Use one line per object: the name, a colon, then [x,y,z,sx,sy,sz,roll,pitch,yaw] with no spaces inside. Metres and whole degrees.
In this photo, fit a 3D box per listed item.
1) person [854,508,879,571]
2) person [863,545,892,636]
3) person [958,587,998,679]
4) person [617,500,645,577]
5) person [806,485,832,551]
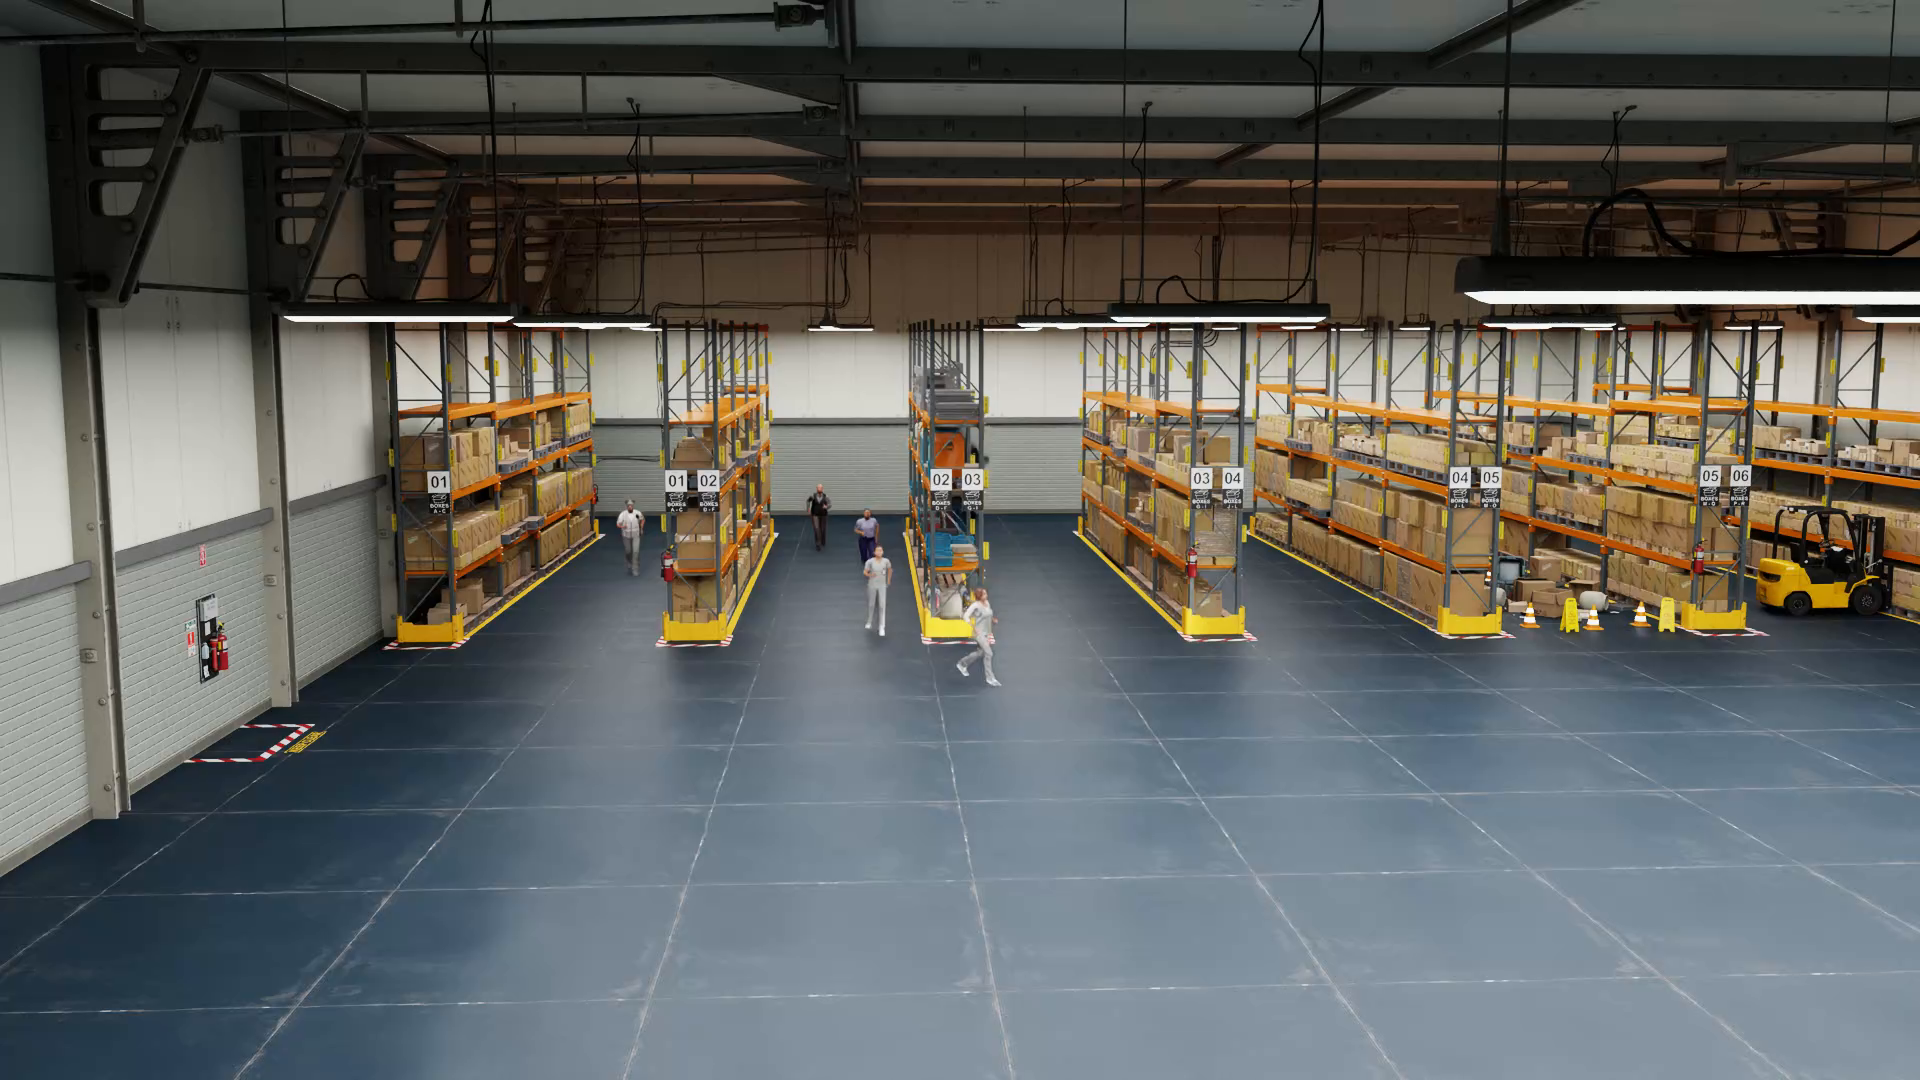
person: [-2.193,0.101,39.184,0.592,1.687,0.725,-1,7,-5]
person: [-1.574,0.943,31.940,0.581,1.726,0.742,-1,7,-10]
person: [0.289,1.519,27.352,0.709,1.492,0.526,4,8,29]
person: [-7.879,-0.078,39.836,0.660,1.799,0.969,-1,7,-11]
person: [-3.753,-0.619,44.380,0.670,1.738,0.962,-1,7,-8]
